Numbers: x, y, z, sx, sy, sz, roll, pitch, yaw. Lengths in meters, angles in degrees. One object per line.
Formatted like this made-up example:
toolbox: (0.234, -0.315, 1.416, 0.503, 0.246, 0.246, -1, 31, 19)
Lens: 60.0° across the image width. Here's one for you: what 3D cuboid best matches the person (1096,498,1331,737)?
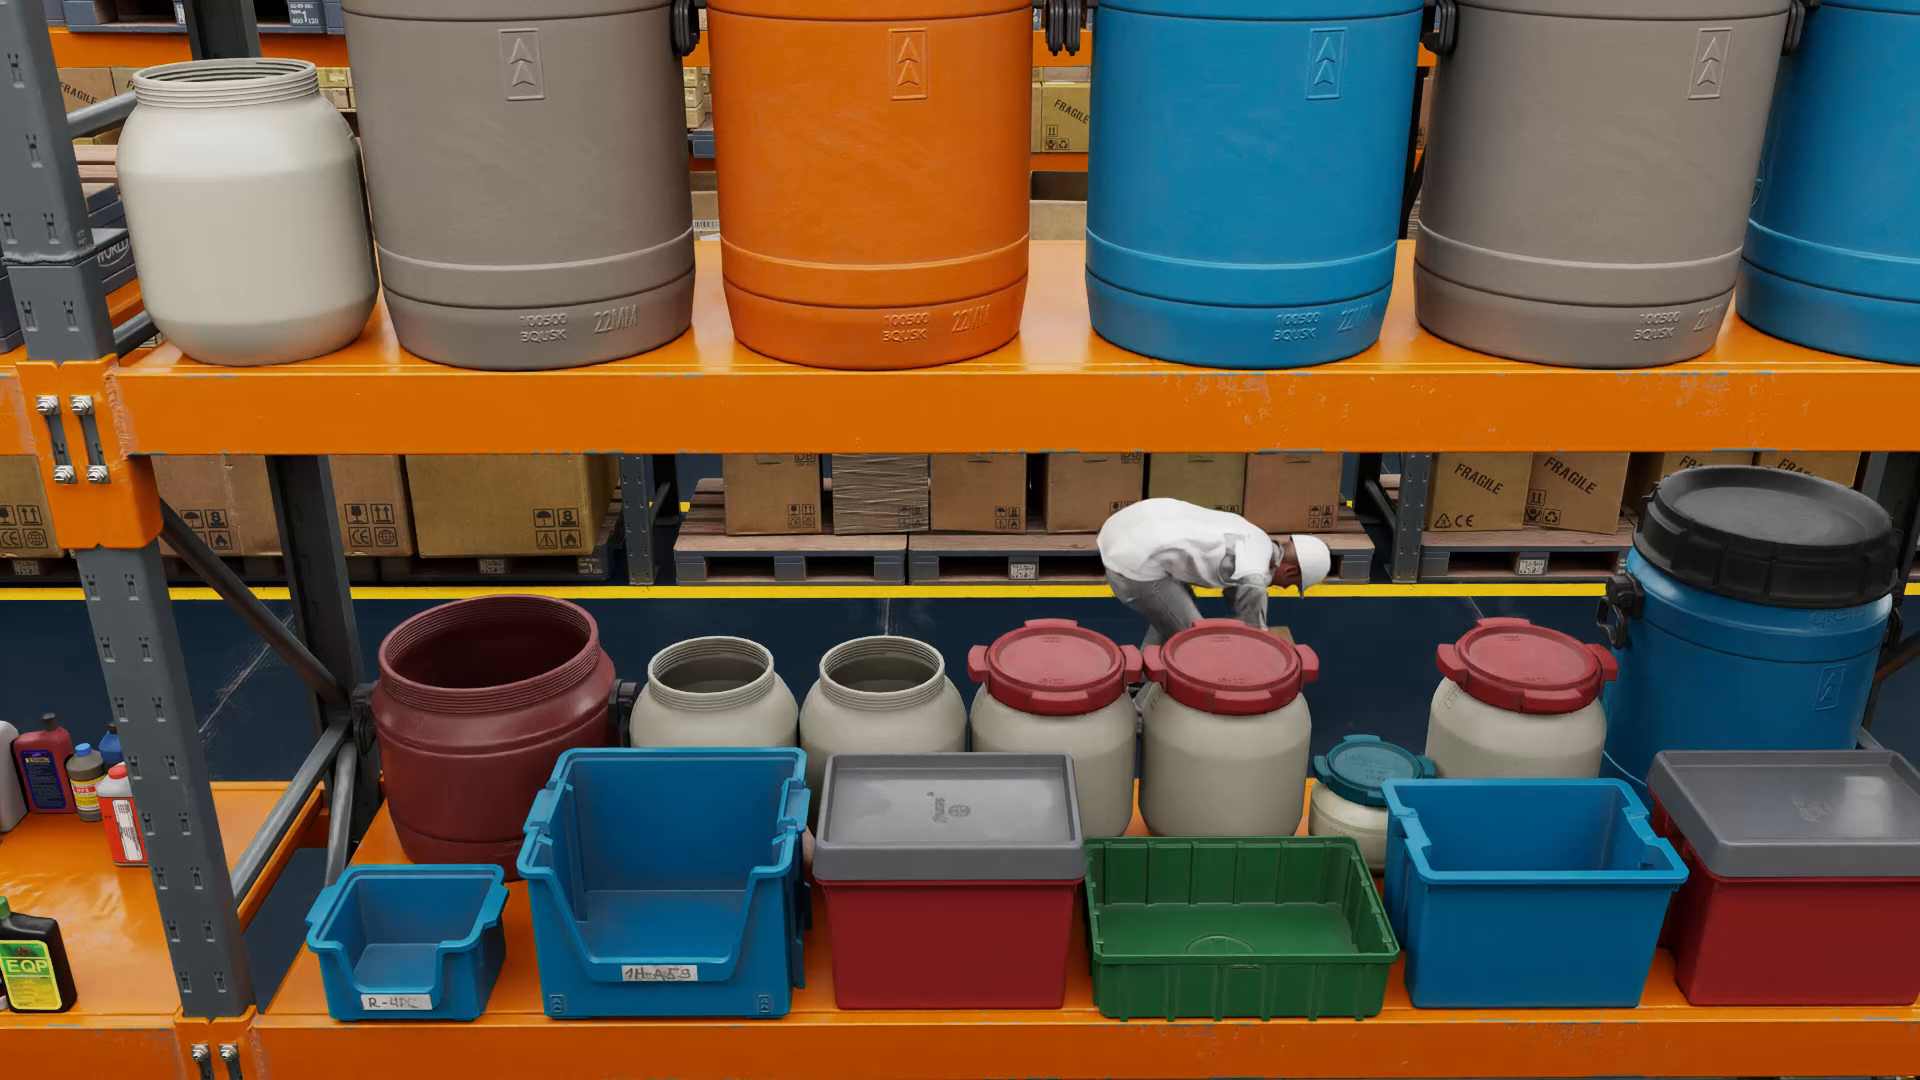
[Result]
person: (1.096, 0.314, 7.262, 1.005, 1.041, 0.497, -1, 24, -3)
